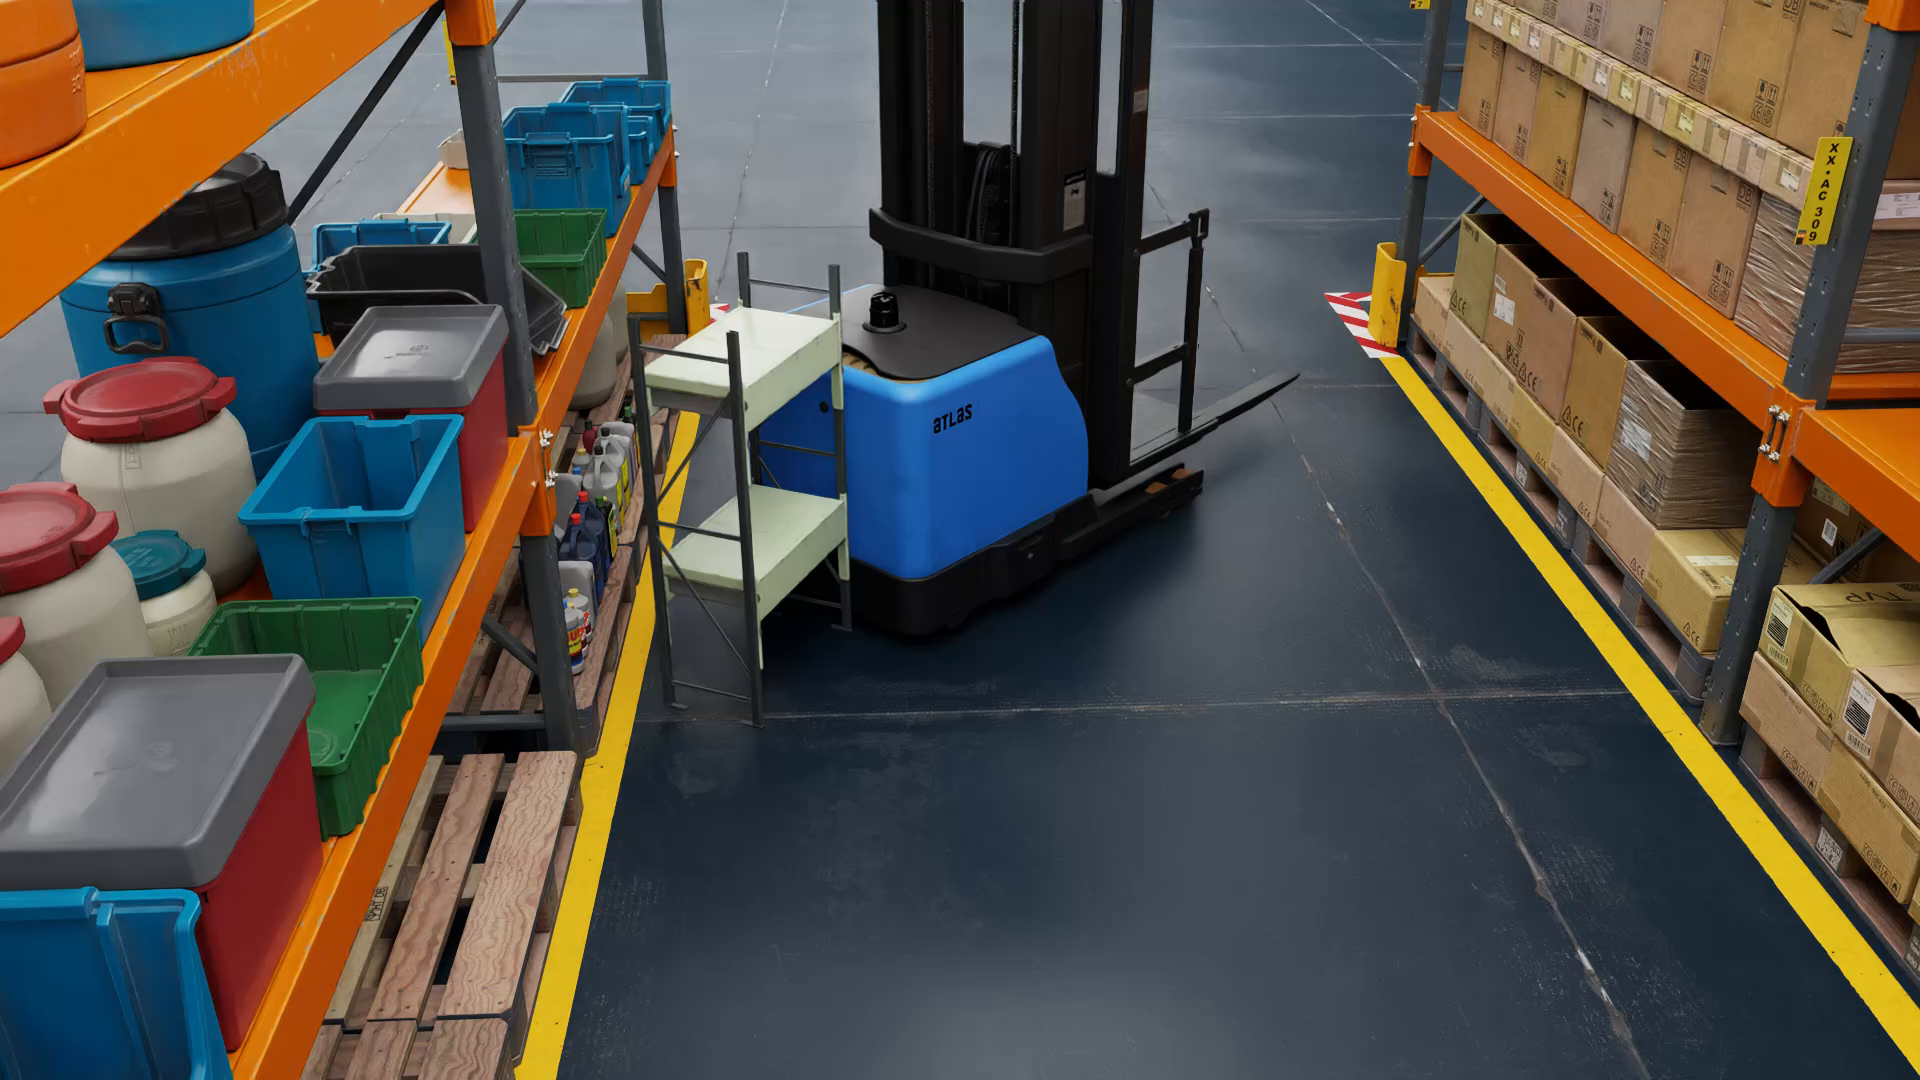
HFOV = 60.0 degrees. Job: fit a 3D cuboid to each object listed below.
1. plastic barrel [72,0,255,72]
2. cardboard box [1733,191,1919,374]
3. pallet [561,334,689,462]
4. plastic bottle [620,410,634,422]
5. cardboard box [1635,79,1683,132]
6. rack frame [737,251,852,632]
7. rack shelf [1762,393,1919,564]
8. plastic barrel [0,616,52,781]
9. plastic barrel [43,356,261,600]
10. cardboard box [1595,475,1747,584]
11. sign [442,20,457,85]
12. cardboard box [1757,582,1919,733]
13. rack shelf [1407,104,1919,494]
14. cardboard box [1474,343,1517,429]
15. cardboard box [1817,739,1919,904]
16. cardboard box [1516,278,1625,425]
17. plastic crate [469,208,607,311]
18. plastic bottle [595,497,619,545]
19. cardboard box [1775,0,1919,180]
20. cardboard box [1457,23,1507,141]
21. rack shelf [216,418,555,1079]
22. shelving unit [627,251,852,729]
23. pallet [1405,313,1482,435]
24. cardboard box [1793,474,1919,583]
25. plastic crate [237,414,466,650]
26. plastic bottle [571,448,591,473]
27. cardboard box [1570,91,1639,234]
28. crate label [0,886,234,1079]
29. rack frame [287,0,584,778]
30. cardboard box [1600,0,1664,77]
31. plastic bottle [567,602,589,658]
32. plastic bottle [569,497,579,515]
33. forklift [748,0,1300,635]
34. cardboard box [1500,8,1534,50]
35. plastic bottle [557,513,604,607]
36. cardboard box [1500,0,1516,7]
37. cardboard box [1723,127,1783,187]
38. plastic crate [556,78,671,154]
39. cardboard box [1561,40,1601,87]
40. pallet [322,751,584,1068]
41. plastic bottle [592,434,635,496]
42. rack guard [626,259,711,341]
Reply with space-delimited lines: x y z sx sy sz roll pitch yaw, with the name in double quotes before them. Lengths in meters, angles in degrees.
"plastic barrel" -1.492 -1.241 2.599 0.600 0.901 0.708 -1 28 -3
"cardboard box" 3.114 -0.889 5.603 0.700 0.500 0.500 -2 28 -4
"pallet" -1.924 -0.724 8.409 1.003 0.211 1.213 -1 28 -3
"plastic bottle" -1.478 -0.486 7.489 0.097 0.201 0.097 0 28 0
"cardboard box" 2.851 -1.679 6.415 0.380 0.149 0.250 -1 28 -1
"rack frame" -0.615 -0.340 6.281 0.400 1.500 0.023 11 29 20
"rack shelf" 3.248 0.603 3.629 1.077 0.370 4.000 -1 28 -3
"plastic barrel" -1.911 0.403 3.086 0.433 0.535 0.433 0 28 0
"plastic barrel" -1.972 -0.135 4.119 0.433 0.535 0.433 0 28 0
"cardboard box" 2.885 -0.047 6.616 0.500 0.250 0.500 -1 28 -3
"sign" -2.562 -2.481 8.463 0.100 0.325 0.005 -1 28 -3
"cardboard box" 2.916 0.341 5.265 0.500 0.311 0.500 -1 28 -2
"rack shelf" 3.039 -1.245 7.171 1.077 0.370 4.000 -1 28 -3
"cardboard box" 2.796 -0.739 7.943 0.500 0.250 0.500 -1 28 -3
"cardboard box" 2.943 0.821 4.951 0.500 0.250 0.500 -1 28 -1
"cardboard box" 2.816 -0.841 7.327 0.500 0.500 0.500 -1 28 -3
"plastic crate" -1.592 -1.062 6.271 0.450 0.188 0.662 -1 28 -3
"plastic bottle" -1.432 -0.078 6.705 0.097 0.201 0.097 0 28 0
"cardboard box" 3.114 -1.464 5.303 0.700 0.500 0.500 -1 28 -2
"cardboard box" 2.946 -2.316 8.338 0.700 0.500 0.500 -1 28 -3
"rack shelf" -1.699 0.721 3.403 1.077 0.370 4.000 -1 28 -3
"shelving unit" -0.753 -0.184 5.980 0.431 1.500 0.755 11 29 20
"pallet" 3.016 -0.899 8.745 1.003 0.211 1.213 -1 28 -3
"cardboard box" 3.432 -0.161 6.024 0.500 0.500 0.500 -1 28 -3
"plastic crate" -1.435 -0.013 4.049 0.392 0.384 0.575 -1 28 -3
"plastic bottle" -1.609 -0.293 7.119 0.097 0.201 0.097 0 28 0
"cardboard box" 3.030 -1.601 6.967 0.700 0.500 0.500 -1 28 -1
"crate label" -1.376 0.844 2.350 0.502 0.435 0.616 -1 28 -3
"rack frame" -1.803 -0.522 5.007 1.000 3.000 0.127 -1 28 -3
"cardboard box" 3.035 -2.160 6.636 0.700 0.500 0.500 -1 28 -3
"plastic bottle" -1.387 0.319 5.945 0.097 0.201 0.097 0 28 0
"plastic bottle" -1.486 -0.044 6.566 0.097 0.271 0.097 0 28 0
"forklift" 0.456 -1.531 7.015 1.130 2.935 3.031 23 35 36
"cardboard box" 2.768 -2.396 7.790 0.380 0.149 0.250 -1 28 -2
"plastic bottle" -1.431 0.075 6.252 0.144 0.351 0.185 -1 28 -1
"cardboard box" 2.949 -2.866 7.991 0.700 0.500 0.500 -1 28 -2
"cardboard box" 2.888 -1.327 5.742 0.380 0.149 0.250 -2 28 -4
"plastic crate" -1.687 -2.079 8.154 0.499 0.251 0.616 -1 28 -3
"cardboard box" 2.809 -2.038 7.104 0.380 0.149 0.250 -2 28 -3
"pallet" -1.723 1.076 4.959 1.003 0.211 1.213 -1 28 -3
"plastic bottle" -1.485 -0.338 7.124 0.152 0.276 0.135 -2 28 -4
"rack guard" -1.961 -1.227 9.062 1.175 0.500 0.348 -1 28 -3
